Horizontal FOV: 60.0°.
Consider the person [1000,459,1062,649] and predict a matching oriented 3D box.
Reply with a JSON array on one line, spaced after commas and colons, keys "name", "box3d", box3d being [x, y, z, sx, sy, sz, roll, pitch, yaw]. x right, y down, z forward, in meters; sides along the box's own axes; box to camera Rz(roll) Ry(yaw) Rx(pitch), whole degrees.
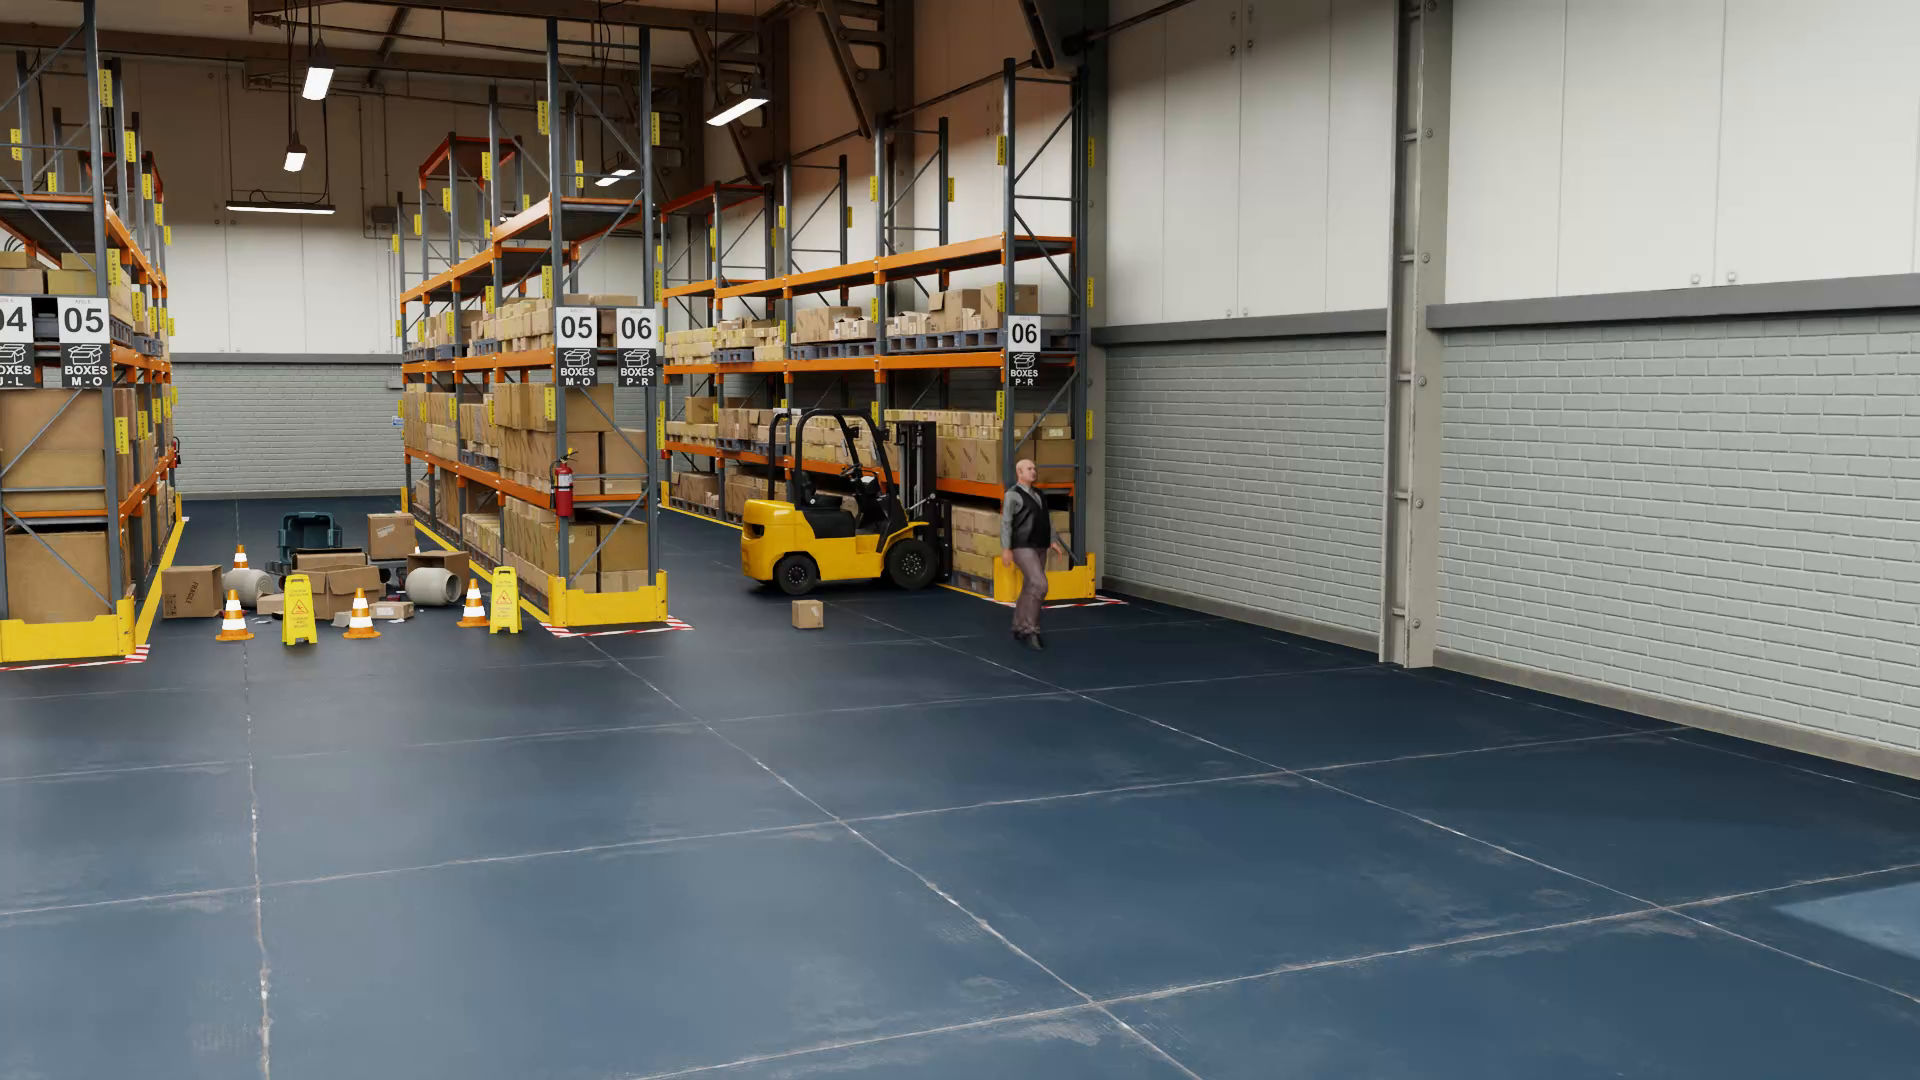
[{"name": "person", "box3d": [0.680, 0.138, 15.547, 0.525, 1.780, 0.540, 4, 7, 38]}]
